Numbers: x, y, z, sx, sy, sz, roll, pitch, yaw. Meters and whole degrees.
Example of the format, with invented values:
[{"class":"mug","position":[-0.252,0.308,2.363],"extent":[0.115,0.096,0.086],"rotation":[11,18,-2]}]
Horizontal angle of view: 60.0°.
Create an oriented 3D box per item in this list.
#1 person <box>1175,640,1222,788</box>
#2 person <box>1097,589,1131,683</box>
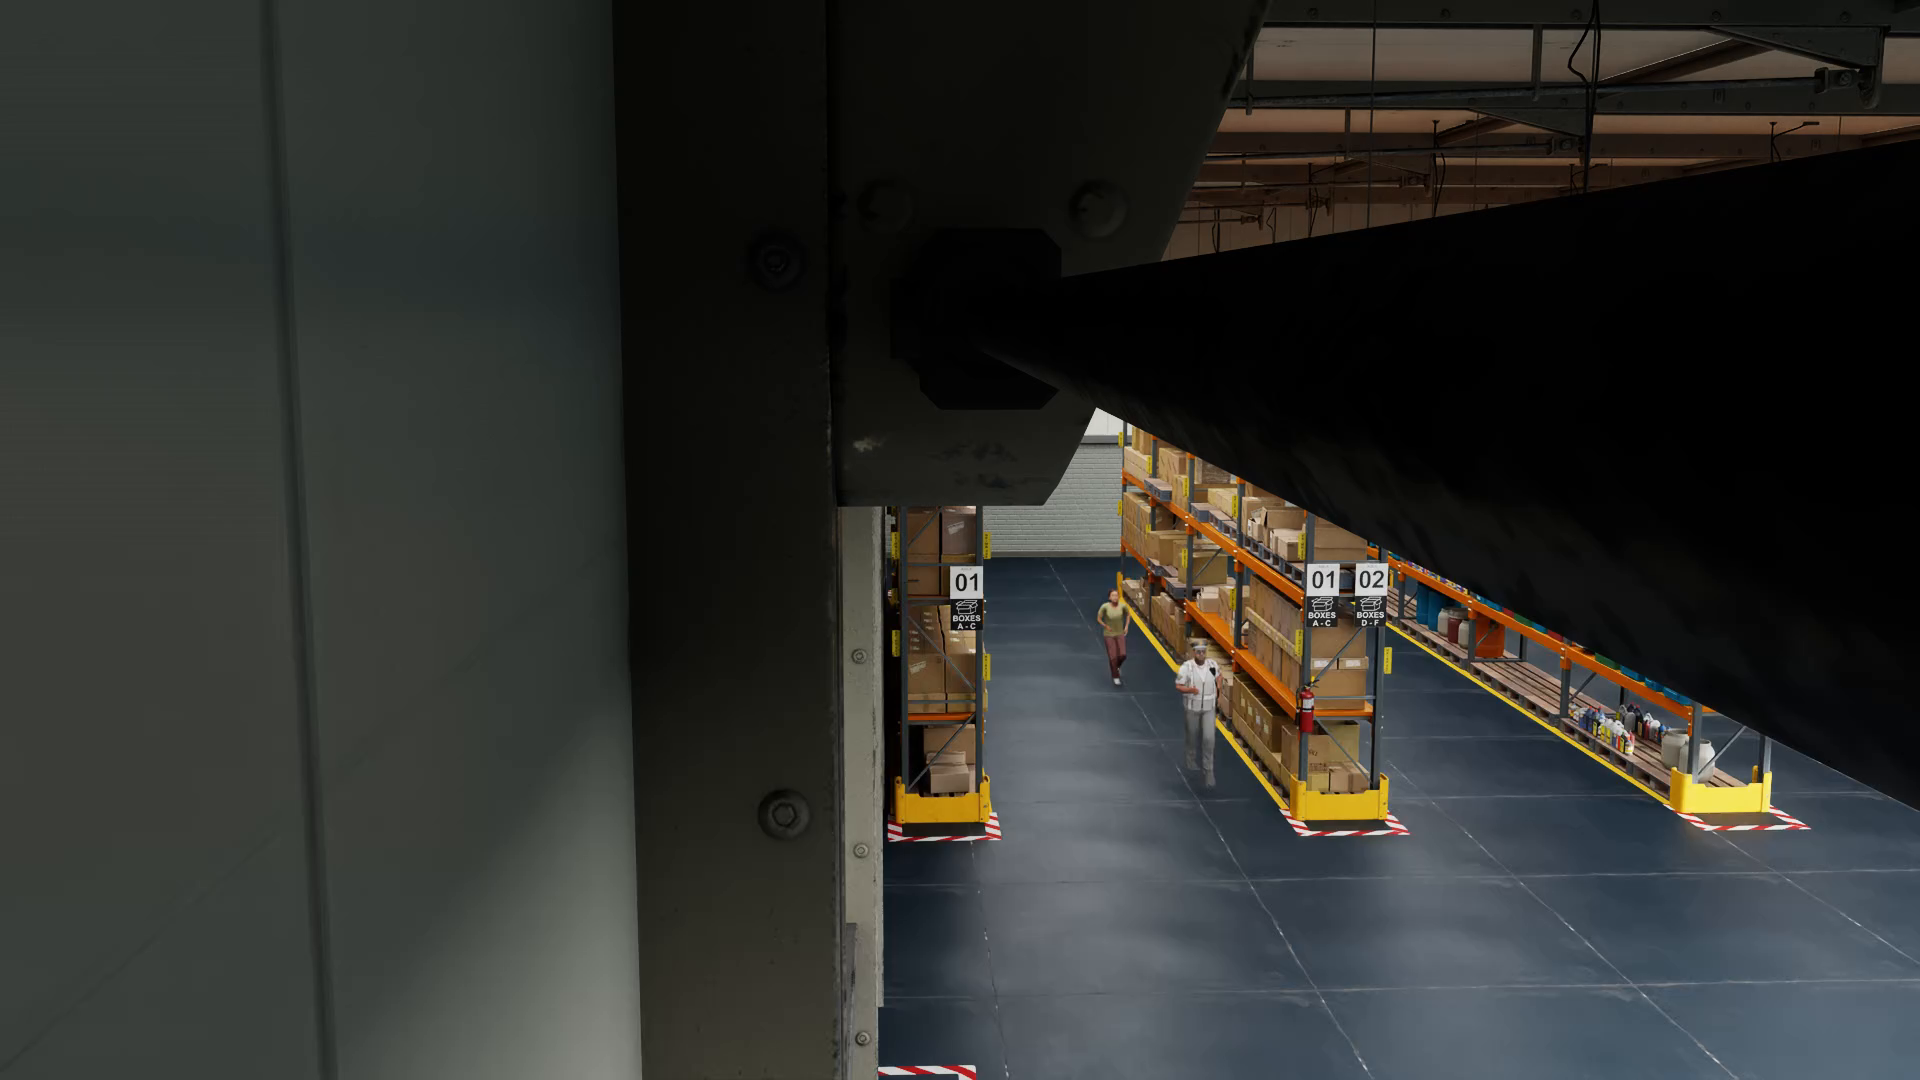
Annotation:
[{"class":"person","position":[3.092,2.219,21.451],"extent":[0.642,1.909,0.748],"rotation":[0,8,-1]},{"class":"person","position":[2.592,1.616,27.924],"extent":[0.588,1.624,0.523],"rotation":[0,8,-2]}]
